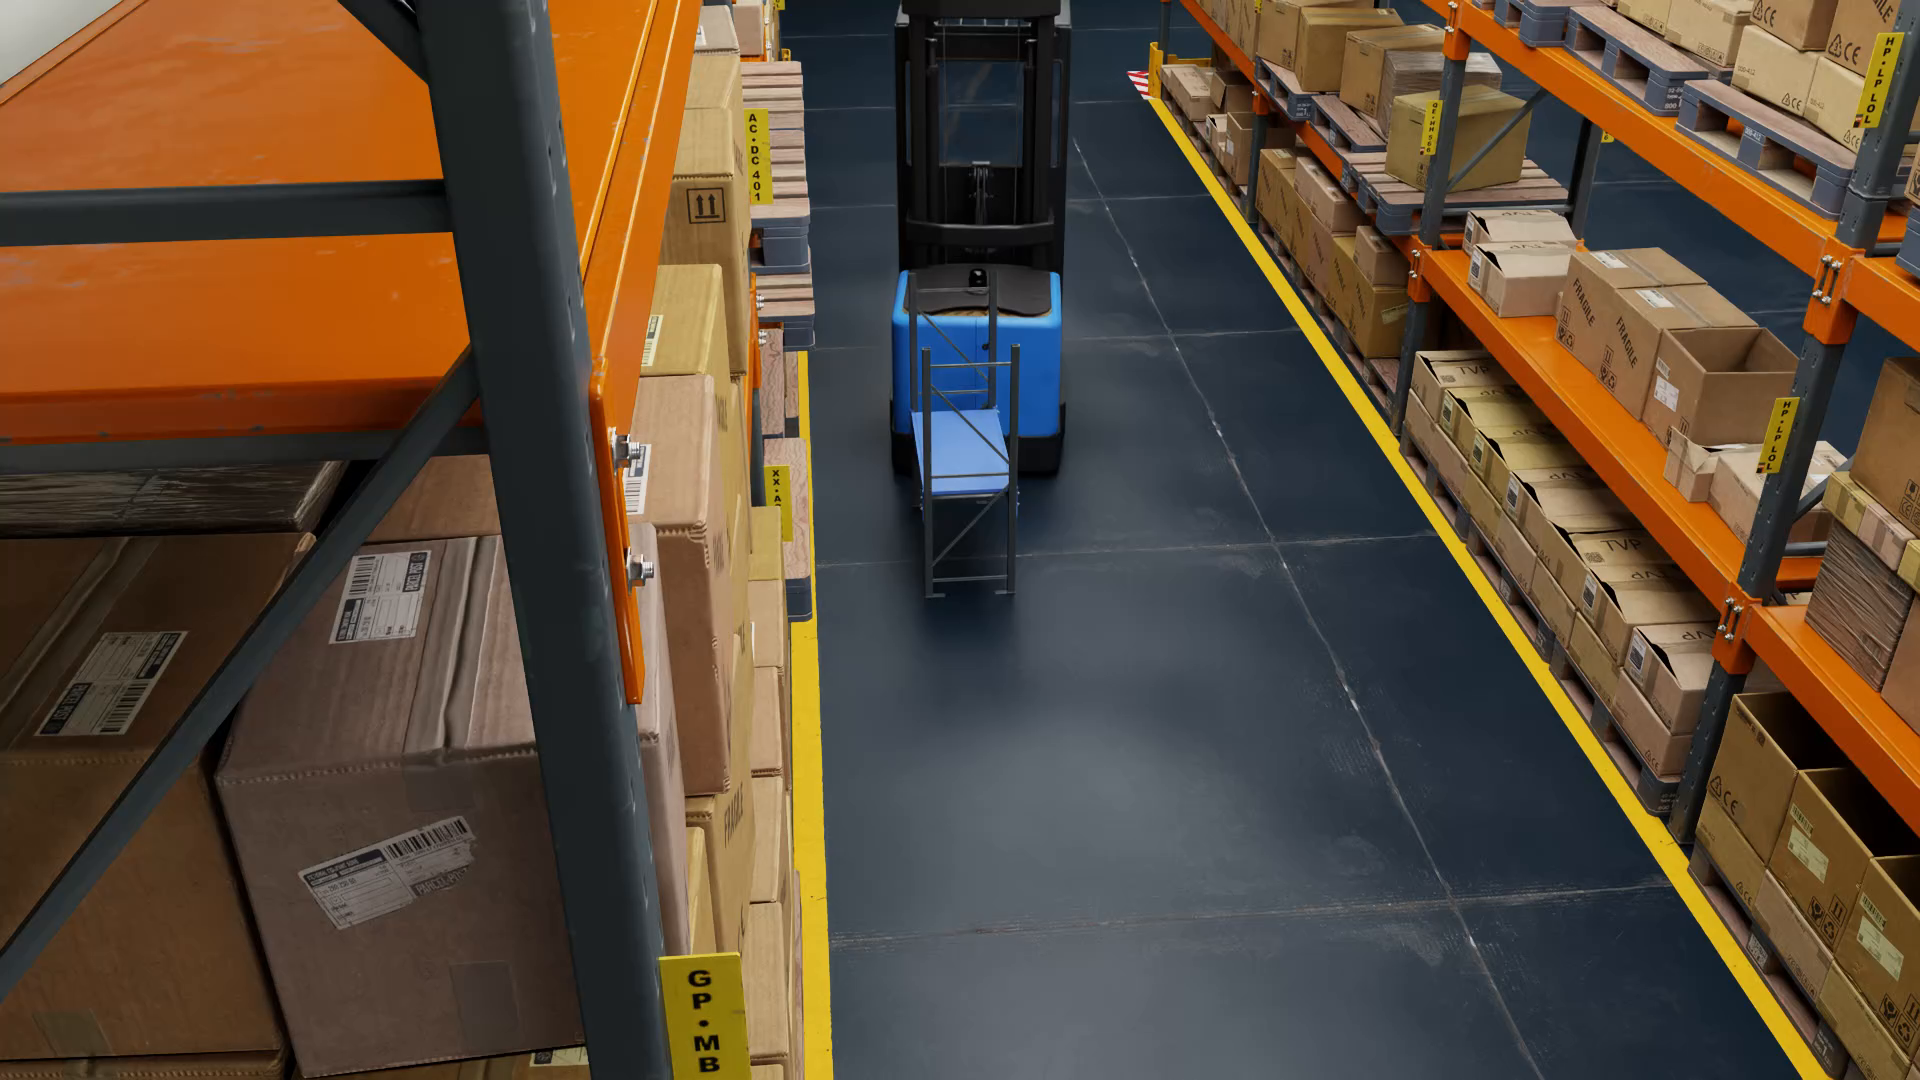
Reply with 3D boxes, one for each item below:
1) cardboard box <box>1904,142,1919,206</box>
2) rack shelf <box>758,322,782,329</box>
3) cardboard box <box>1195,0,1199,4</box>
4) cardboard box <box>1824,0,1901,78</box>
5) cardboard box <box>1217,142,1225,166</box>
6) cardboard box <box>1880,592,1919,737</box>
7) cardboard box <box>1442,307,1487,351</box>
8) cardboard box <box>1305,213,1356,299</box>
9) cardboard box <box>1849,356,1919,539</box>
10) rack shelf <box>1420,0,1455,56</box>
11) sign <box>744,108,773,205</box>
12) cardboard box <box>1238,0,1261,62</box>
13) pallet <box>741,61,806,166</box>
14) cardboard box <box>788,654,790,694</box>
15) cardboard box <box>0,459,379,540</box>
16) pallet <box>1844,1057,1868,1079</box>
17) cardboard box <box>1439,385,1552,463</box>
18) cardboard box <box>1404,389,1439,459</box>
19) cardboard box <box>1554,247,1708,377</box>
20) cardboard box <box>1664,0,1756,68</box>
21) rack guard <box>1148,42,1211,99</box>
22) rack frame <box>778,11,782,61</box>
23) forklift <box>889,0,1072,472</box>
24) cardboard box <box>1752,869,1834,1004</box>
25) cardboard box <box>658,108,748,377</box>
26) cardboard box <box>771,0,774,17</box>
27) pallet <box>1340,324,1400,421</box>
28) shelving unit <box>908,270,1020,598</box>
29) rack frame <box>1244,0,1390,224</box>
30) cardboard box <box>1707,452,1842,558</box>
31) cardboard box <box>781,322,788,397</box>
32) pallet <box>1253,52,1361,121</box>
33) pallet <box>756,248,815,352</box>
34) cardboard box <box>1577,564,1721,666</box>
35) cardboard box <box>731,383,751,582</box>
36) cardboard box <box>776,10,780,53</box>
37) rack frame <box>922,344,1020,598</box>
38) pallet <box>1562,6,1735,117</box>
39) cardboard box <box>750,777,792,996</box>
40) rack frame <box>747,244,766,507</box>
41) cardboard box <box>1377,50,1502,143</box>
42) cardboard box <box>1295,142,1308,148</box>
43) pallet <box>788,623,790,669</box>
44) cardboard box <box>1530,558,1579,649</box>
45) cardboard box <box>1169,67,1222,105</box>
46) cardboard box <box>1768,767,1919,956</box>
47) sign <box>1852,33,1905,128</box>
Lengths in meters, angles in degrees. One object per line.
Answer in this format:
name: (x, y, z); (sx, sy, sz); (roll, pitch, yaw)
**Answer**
cardboard box: (3.497, -1.273, 5.387); (0.500, 0.500, 0.500); (0, 31, -1)
rack shelf: (-1.406, -0.444, 8.270); (1.077, 0.370, 4.000); (-3, 31, -5)
cardboard box: (2.468, -5.382, 15.738); (0.500, 0.500, 0.500); (-3, 31, -5)
cardboard box: (3.694, -2.014, 6.276); (0.500, 0.500, 0.500); (-2, 31, -4)
cardboard box: (2.535, -3.487, 15.013); (0.380, 0.149, 0.250); (-3, 31, -5)
cardboard box: (3.816, 0.481, 5.922); (0.700, 0.500, 0.500); (-3, 31, -5)
cardboard box: (3.581, -1.375, 11.136); (0.500, 0.500, 0.500); (-1, 31, -2)
cardboard box: (2.915, -2.127, 12.395); (0.500, 0.500, 0.500); (-4, 31, -6)
cardboard box: (3.760, -0.345, 6.040); (0.700, 0.500, 0.500); (-3, 31, -4)
rack shelf: (3.152, -4.014, 11.321); (1.077, 0.370, 4.000); (-3, 31, -5)
sign: (-0.679, -1.272, 5.525); (0.100, 0.325, 0.005); (-3, 31, -5)
cardboard box: (2.663, -4.342, 13.996); (0.500, 0.500, 0.500); (-2, 31, -4)
pallet: (-1.271, -1.789, 7.078); (1.213, 0.211, 1.003); (-3, 31, -5)
cardboard box: (-0.873, 0.551, 6.029); (0.500, 0.250, 0.500); (-3, 31, -4)
cardboard box: (-1.208, 0.056, 2.714); (0.500, 0.500, 0.500); (-1, 31, -2)
pallet: (3.862, 2.258, 5.764); (1.003, 0.211, 1.213); (-3, 31, -5)
cardboard box: (3.153, -0.705, 9.730); (0.500, 0.311, 0.500); (-3, 31, -6)
cardboard box: (3.096, -0.732, 10.322); (0.500, 0.250, 0.500); (-3, 31, -5)
cardboard box: (3.512, -1.201, 8.737); (0.500, 0.500, 0.500); (-4, 31, -7)
cardboard box: (3.595, -2.354, 7.578); (0.500, 0.250, 0.500); (-5, 31, -9)
rack guard: (2.599, -4.986, 17.610); (1.175, 0.500, 0.348); (-3, 31, -5)
rack frame: (-2.340, -5.859, 16.633); (1.000, 3.000, 0.127); (-3, 31, -5)
forklift: (0.149, -2.405, 10.918); (1.130, 2.935, 3.031); (1, 31, 2)
cardboard box: (3.496, 1.536, 6.526); (0.500, 0.250, 0.500); (-3, 31, -5)
cardboard box: (-0.781, -0.712, 4.000); (0.500, 0.500, 0.500); (-4, 31, -6)
cardboard box: (-1.668, -4.091, 12.536); (0.500, 0.250, 0.500); (-2, 31, -3)
pallet: (3.307, -1.199, 11.552); (1.003, 0.211, 1.213); (-3, 31, -5)
shelving unit: (0.008, -0.600, 9.292); (0.538, 1.500, 1.048); (-3, 31, -5)
rack frame: (2.965, -4.056, 13.615); (1.000, 3.000, 0.127); (-3, 31, -5)
cardboard box: (3.623, -0.156, 7.233); (0.500, 0.250, 0.500); (-1, 31, -1)
cardboard box: (-1.531, -1.413, 10.878); (0.750, 0.750, 0.750); (-3, 31, -5)
pallet: (2.931, -3.560, 12.972); (1.003, 0.211, 1.213); (-3, 31, -5)
pallet: (-1.420, -1.333, 9.244); (1.213, 0.211, 1.003); (-3, 31, -5)
cardboard box: (3.335, 0.330, 7.998); (0.500, 0.311, 0.500); (-2, 31, -3)
cardboard box: (-0.766, -0.025, 3.825); (0.500, 0.500, 0.500); (-1, 31, -2)
cardboard box: (-2.064, -4.596, 14.227); (0.980, 0.700, 0.700); (-4, 31, -6)
rack frame: (0.055, -0.341, 8.858); (0.500, 1.500, 0.032); (-3, 31, -5)
pallet: (3.599, -2.307, 7.947); (1.003, 0.211, 1.213); (-1, 31, -2)
cardboard box: (-0.729, 1.006, 4.536); (0.500, 0.500, 0.500); (-2, 31, -3)
rack frame: (-1.219, 0.268, 6.376); (1.000, 3.000, 0.127); (-3, 31, -5)
cardboard box: (3.273, -3.029, 11.389); (0.700, 0.500, 0.500); (3, 31, 5)
cardboard box: (3.141, -3.315, 14.568); (0.500, 0.311, 0.500); (-3, 31, -5)
pallet: (-1.410, 0.443, 8.802); (1.003, 0.211, 1.213); (-3, 31, -5)
cardboard box: (3.292, 0.312, 8.575); (0.500, 0.250, 0.500); (-2, 31, -3)
cardboard box: (2.407, -4.560, 16.711); (0.500, 0.250, 0.500); (-3, 31, -5)
cardboard box: (3.499, 1.214, 6.334); (0.500, 0.500, 0.500); (-3, 31, -5)
sign: (3.173, -1.585, 5.742); (0.100, 0.325, 0.005); (-3, 31, -5)
